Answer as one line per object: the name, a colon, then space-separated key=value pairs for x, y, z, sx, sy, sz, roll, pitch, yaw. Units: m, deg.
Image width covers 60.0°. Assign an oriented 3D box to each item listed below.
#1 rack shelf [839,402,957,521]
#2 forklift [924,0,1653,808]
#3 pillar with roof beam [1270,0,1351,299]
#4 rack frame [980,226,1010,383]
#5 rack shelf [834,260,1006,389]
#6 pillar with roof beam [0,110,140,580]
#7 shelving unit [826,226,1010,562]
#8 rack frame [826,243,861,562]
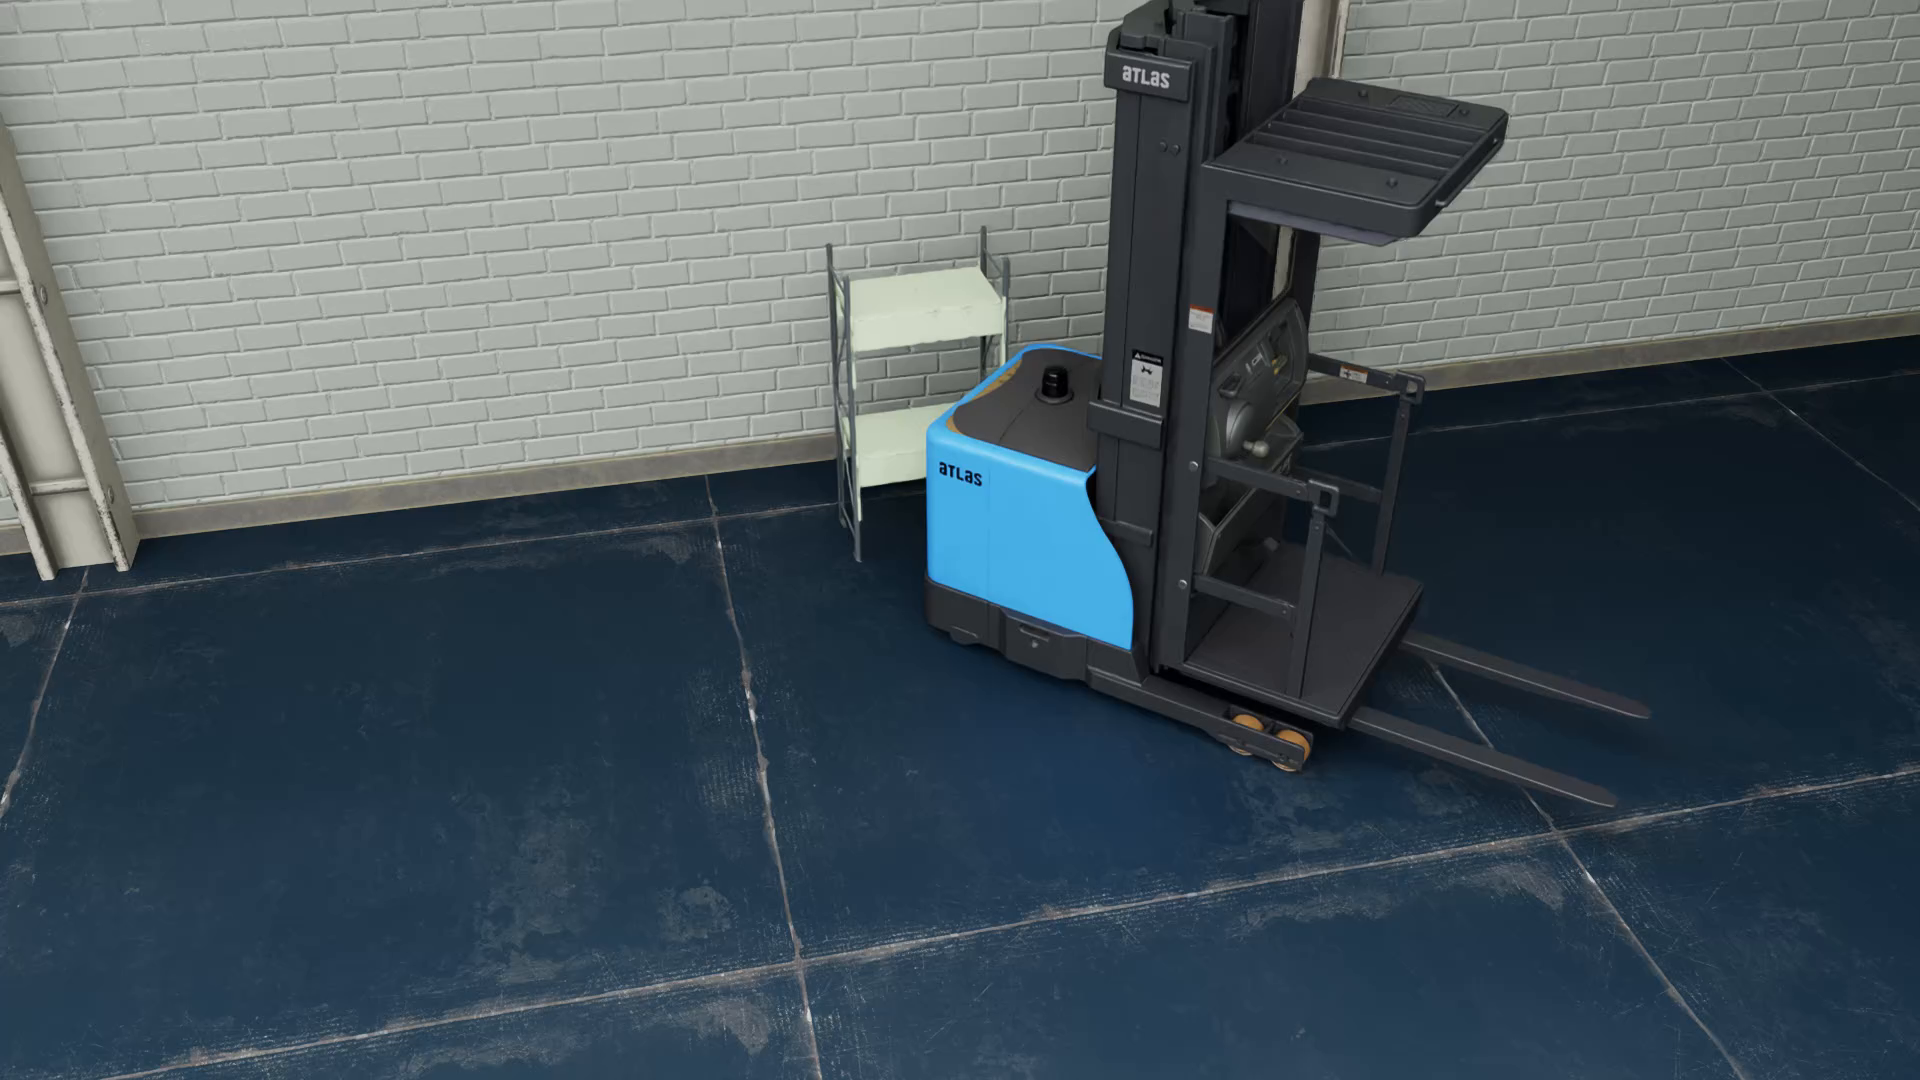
rack shelf: x=-0.193 y=-0.406 z=8.094 sx=0.720 sy=0.370 sz=0.431 roll=-9 pitch=35 yaw=-13
forklift: x=1.367 y=-0.607 z=6.525 sx=3.031 sy=2.935 sz=1.130 roll=19 pitch=38 yaw=25
pillar with roof beam: x=2.563 y=-2.049 z=3.227 sx=0.400 sy=9.000 sz=9.100 roll=-7 pitch=35 yaw=-11
rack frame: x=0.160 y=-0.731 z=7.994 sx=0.023 sy=1.500 sz=0.400 roll=-9 pitch=35 yaw=-13
rack shelf: x=-0.193 y=-1.001 z=7.695 sx=0.720 sy=0.370 sz=0.431 roll=-9 pitch=35 yaw=-13
pillar with roof beam: x=-3.289 y=-1.311 z=2.128 sx=0.400 sy=9.000 sz=9.100 roll=-7 pitch=35 yaw=-11
shelving unit: x=-0.193 y=-0.677 z=7.913 sx=0.755 sy=1.500 sz=0.431 roll=-9 pitch=35 yaw=-13
rack frame: x=-0.546 y=-0.622 z=7.831 sx=0.023 sy=1.500 sz=0.400 roll=-9 pitch=35 yaw=-13
